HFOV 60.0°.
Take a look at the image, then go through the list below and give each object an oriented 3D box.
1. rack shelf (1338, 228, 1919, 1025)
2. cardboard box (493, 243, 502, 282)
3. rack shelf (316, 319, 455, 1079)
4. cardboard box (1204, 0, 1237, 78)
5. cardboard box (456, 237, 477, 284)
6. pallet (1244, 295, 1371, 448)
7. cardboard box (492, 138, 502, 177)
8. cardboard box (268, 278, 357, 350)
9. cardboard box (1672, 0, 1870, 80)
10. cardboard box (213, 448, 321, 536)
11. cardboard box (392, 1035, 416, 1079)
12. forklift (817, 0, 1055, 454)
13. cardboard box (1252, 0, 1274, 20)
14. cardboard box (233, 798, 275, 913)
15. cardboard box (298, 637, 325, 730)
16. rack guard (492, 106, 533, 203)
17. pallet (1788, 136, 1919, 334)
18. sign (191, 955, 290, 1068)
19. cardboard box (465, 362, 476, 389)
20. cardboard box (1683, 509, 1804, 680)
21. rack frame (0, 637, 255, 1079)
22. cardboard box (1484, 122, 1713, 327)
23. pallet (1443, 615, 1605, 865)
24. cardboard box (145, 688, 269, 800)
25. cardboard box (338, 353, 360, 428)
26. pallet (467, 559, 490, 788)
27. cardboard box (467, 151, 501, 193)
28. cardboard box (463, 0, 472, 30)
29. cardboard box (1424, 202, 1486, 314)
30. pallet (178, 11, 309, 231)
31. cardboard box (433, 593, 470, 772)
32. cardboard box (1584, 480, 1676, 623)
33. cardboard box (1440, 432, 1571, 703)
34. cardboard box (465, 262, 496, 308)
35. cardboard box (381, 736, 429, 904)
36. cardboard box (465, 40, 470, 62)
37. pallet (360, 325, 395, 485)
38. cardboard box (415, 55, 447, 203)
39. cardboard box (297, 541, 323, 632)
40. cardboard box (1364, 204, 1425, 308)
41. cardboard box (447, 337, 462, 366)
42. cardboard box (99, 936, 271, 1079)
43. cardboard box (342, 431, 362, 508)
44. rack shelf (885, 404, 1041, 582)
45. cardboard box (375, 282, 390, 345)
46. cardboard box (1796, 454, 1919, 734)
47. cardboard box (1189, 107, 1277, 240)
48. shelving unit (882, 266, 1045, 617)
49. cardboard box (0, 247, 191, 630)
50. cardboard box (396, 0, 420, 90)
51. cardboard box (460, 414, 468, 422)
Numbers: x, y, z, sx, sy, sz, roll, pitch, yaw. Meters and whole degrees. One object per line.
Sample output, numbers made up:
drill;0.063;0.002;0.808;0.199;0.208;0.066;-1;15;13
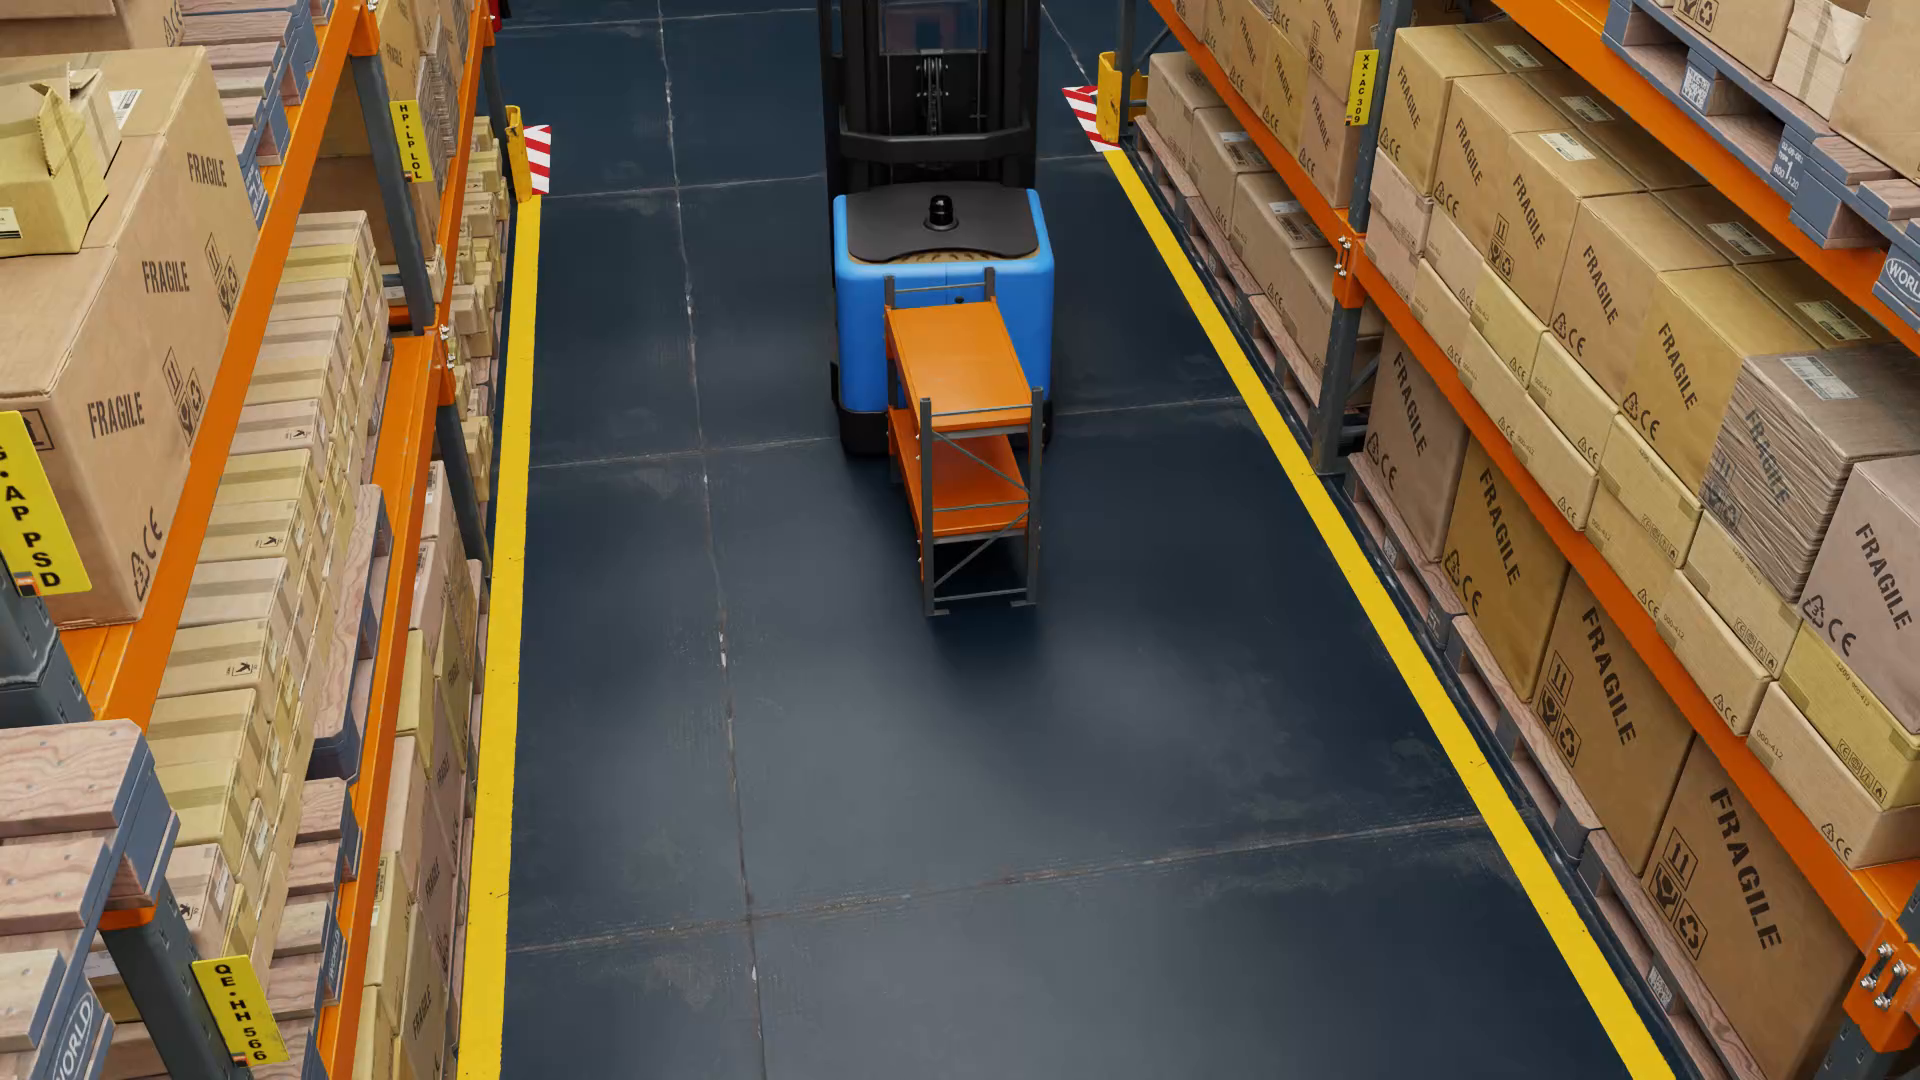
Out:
rack shelf;2.581;-0.090;6.008;1.077;0.370;4.000;-6;38;-8
cardboard box;-2.760;-1.541;9.270;0.380;0.149;0.250;-8;39;-10
rack shelf;-2.274;0.503;5.244;1.077;0.370;4.000;-6;38;-8
cardboard box;1.623;-2.805;8.834;0.500;0.500;0.500;-5;38;-6
cardboard box;-2.730;-1.441;8.656;0.380;0.149;0.250;-6;38;-8
pallet;2.175;-0.949;8.799;1.003;0.211;1.213;-6;38;-8
cardboard box;-2.953;-2.274;9.972;0.380;0.149;0.250;-7;38;-9
cardboard box;-2.271;-0.751;5.649;0.380;0.149;0.250;-7;38;-9
cardboard box;2.338;-1.590;4.482;0.500;0.500;0.500;-6;38;-8
cardboard box;-2.086;-0.119;4.836;0.380;0.149;0.250;-7;38;-9
cardboard box;-1.796;1.794;4.691;0.500;0.500;0.500;-8;39;-10
forklift;-0.170;-2.471;8.541;1.130;2.935;3.031;-3;38;-3
cardboard box;1.697;-2.886;8.123;0.500;0.500;0.500;-6;38;-7
cardboard box;-1.860;0.766;3.939;0.380;0.149;0.250;-4;38;-6
cardboard box;-1.996;0.420;4.627;0.380;0.149;0.250;-5;38;-6
rack guard;-3.313;-2.372;10.396;1.175;0.500;0.348;-6;38;-8
pallet;2.767;-0.660;3.863;1.213;0.211;1.003;-5;38;-6
sign;-1.378;0.908;3.192;0.100;0.325;0.005;-6;38;-8
cardboard box;-2.607;-0.737;8.235;0.380;0.149;0.250;-7;38;-9
cardboard box;2.504;0.121;4.864;0.500;0.250;0.500;-7;38;-9
rack frame;-1.924;1.427;3.468;1.000;3.000;0.127;-6;38;-8
cardboard box;2.227;-1.113;5.841;0.500;0.500;0.500;-7;38;-9
pallet;2.658;0.715;6.657;1.003;0.211;1.213;-6;38;-8
cardboard box;-1.902;0.515;4.020;0.380;0.149;0.250;-6;38;-8
cardboard box;-2.220;-0.480;5.543;0.380;0.149;0.250;-7;38;-9
pallet;-2.487;0.582;6.828;1.003;0.211;1.213;-6;38;-8
cardboard box;-2.826;-2.087;9.488;0.380;0.149;0.250;-7;38;-9
cardboard box;-2.909;-3.007;8.851;0.500;0.500;0.500;-7;38;-9
cardboard box;2.149;-1.113;6.452;0.500;0.250;0.500;-6;38;-7
pallet;-2.437;-1.089;4.415;1.213;0.211;1.003;-6;38;-8
cardboard box;-2.157;0.562;6.277;0.500;0.500;0.500;-7;38;-9
cardboard box;2.410;0.003;5.424;0.500;0.250;0.500;-7;38;-8
cardboard box;2.584;0.001;6.693;0.875;0.875;0.875;-5;38;-7
cardboard box;-2.654;-1.329;8.755;0.380;0.149;0.250;-6;38;-7
cardboard box;-1.969;0.903;5.227;0.500;0.250;0.500;-6;38;-8
cardboard box;-2.857;-2.684;8.964;0.380;0.149;0.250;-5;38;-7
pallet;-2.634;-0.436;6.022;1.003;0.211;1.213;-6;38;-8
cardboard box;-2.557;-1.770;7.260;0.500;0.500;0.500;-6;38;-8
cardboard box;-2.038;0.152;4.730;0.380;0.149;0.250;-7;38;-8
cardboard box;2.048;-1.229;7.009;0.500;0.250;0.500;-7;38;-9
cardboard box;-2.564;-0.814;7.850;0.380;0.149;0.250;-7;38;-9
cardboard box;-1.803;1.068;3.792;0.380;0.149;0.250;-7;38;-9
cardboard box;-2.174;-0.211;5.439;0.380;0.149;0.250;-8;39;-10
rack shelf;-0.001;-0.255;7.560;0.538;0.278;1.000;-6;38;-8
cardboard box;-2.360;-0.837;6.245;0.380;0.149;0.250;-7;38;-9
cardboard box;2.584;0.115;4.260;0.500;0.500;0.500;-7;38;-9
cardboard box;1.912;-2.213;9.899;0.875;0.438;0.875;-5;38;-7
shelving unit;-0.001;-0.448;7.410;0.538;1.125;1.048;-6;38;-8
cardboard box;-1.762;-0.171;2.998;0.500;0.500;0.500;-6;38;-8
cardboard box;-2.570;-2.151;6.935;0.500;0.500;0.500;-7;38;-9
cardboard box;-2.506;-0.543;7.743;0.380;0.149;0.250;-6;38;-8
